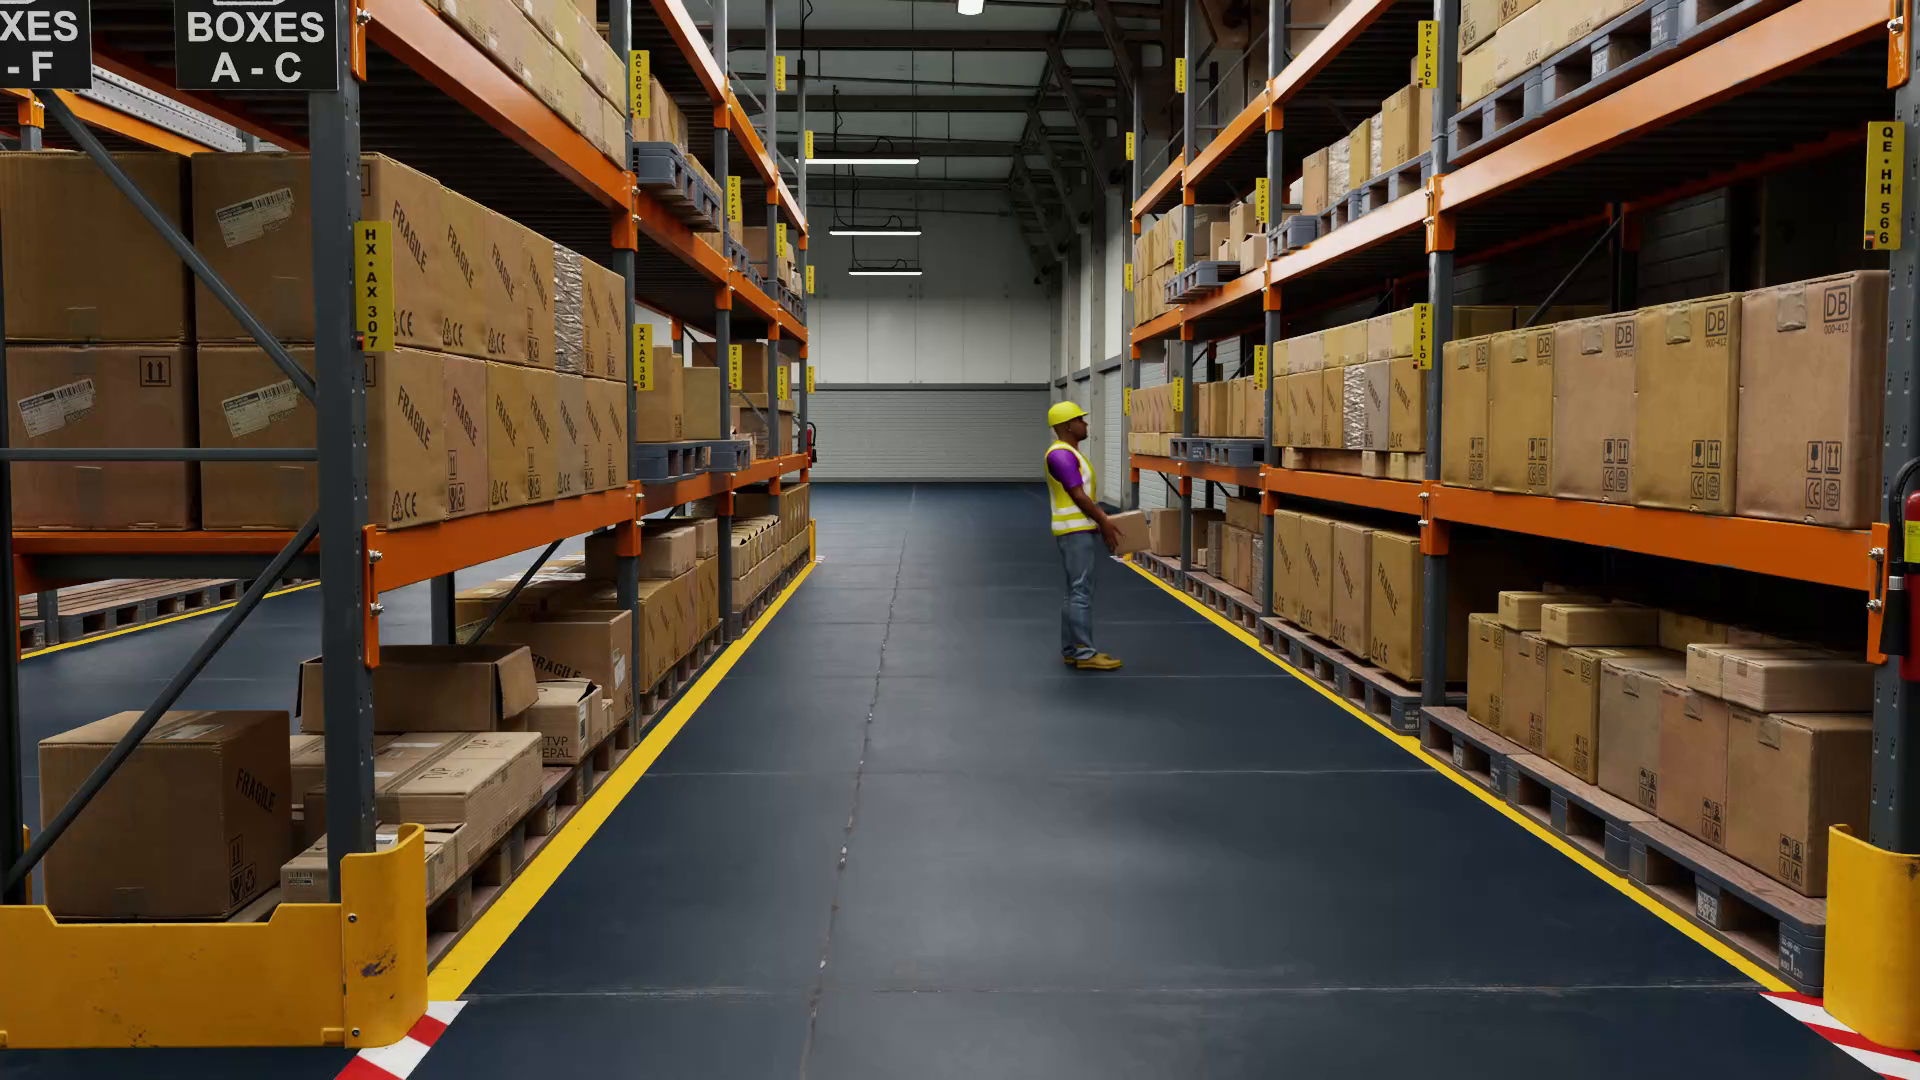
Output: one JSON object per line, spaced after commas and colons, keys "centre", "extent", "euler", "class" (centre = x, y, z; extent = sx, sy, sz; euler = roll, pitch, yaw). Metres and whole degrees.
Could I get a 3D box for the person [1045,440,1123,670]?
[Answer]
{"centre": [-8.024, -1.034, 15.446], "extent": [19.361, 3.194, 6.553], "euler": [1, 4, 9], "class": "person"}
